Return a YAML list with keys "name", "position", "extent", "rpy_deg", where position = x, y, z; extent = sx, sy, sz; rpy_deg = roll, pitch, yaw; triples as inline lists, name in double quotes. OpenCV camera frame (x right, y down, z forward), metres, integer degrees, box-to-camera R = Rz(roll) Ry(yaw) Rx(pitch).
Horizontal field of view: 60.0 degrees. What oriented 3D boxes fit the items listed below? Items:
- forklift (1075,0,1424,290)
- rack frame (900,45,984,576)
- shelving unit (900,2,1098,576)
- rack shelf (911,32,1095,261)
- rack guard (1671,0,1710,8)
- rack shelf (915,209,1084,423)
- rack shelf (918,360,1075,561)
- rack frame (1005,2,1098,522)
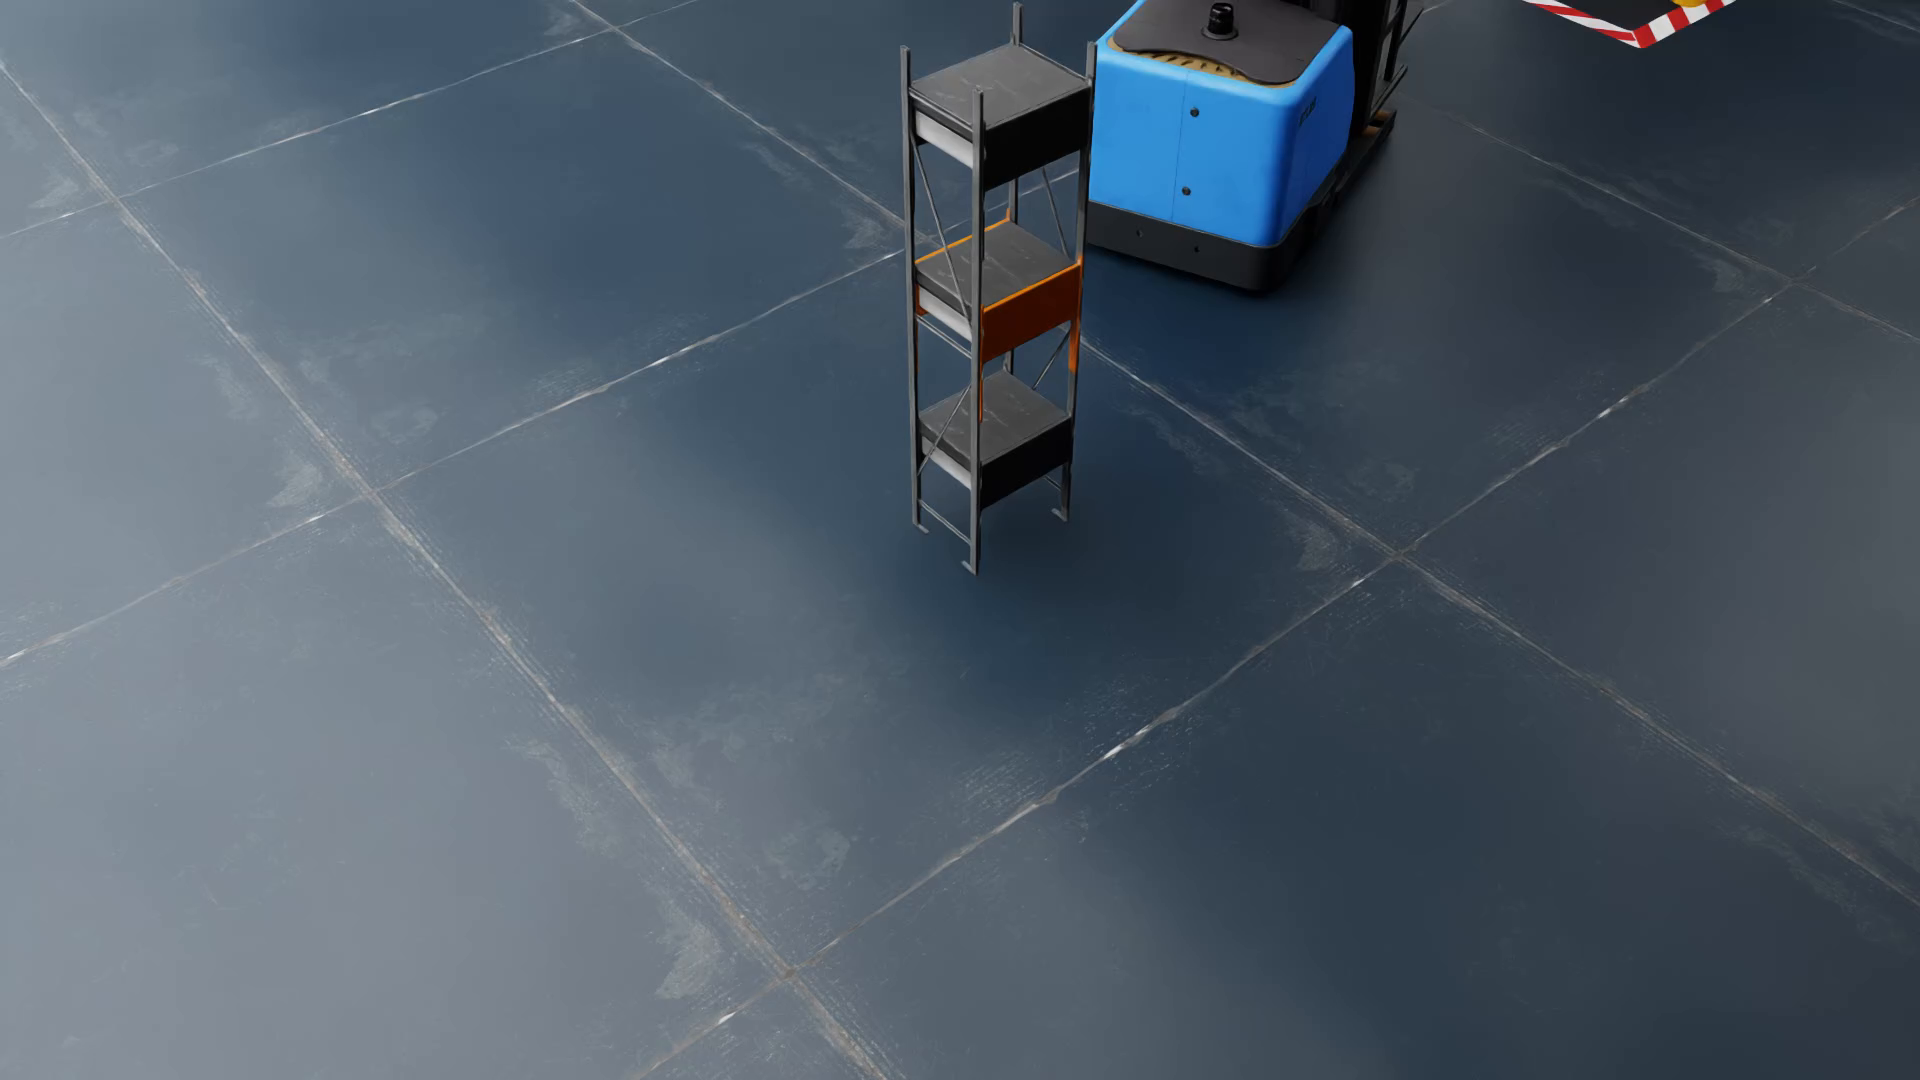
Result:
- name: "forklift"
  position: [1.715, -3.259, 8.079]
  extent: [1.130, 2.935, 3.031]
  rpy_deg: [20, 47, 20]
- name: "rack frame"
  position: [-0.060, -0.731, 5.994]
  extent: [0.015, 2.100, 0.400]
  rpy_deg: [-30, 51, -28]
- name: "shelving unit"
  position: [0.127, -0.838, 6.109]
  extent: [0.503, 2.100, 0.431]
  rpy_deg: [-30, 51, -28]
- name: "rack shelf"
  position: [0.127, -1.338, 5.639]
  extent: [0.480, 0.518, 0.431]
  rpy_deg: [-30, 51, -28]
- name: "rack guard"
  position: [4.252, -3.825, 10.458]
  extent: [0.348, 0.500, 1.175]
  rpy_deg: [-30, 51, -28]
- name: "rack shelf"
  position: [0.127, -0.828, 6.118]
  extent: [0.480, 0.518, 0.431]
  rpy_deg: [-30, 51, -28]
- name: "rack shelf"
  position: [0.127, -0.318, 6.597]
  extent: [0.480, 0.518, 0.431]
  rpy_deg: [-30, 51, -28]
- name: "rack frame"
  position: [0.314, -0.945, 6.223]
  extent: [0.015, 2.100, 0.400]
  rpy_deg: [-30, 51, -28]
